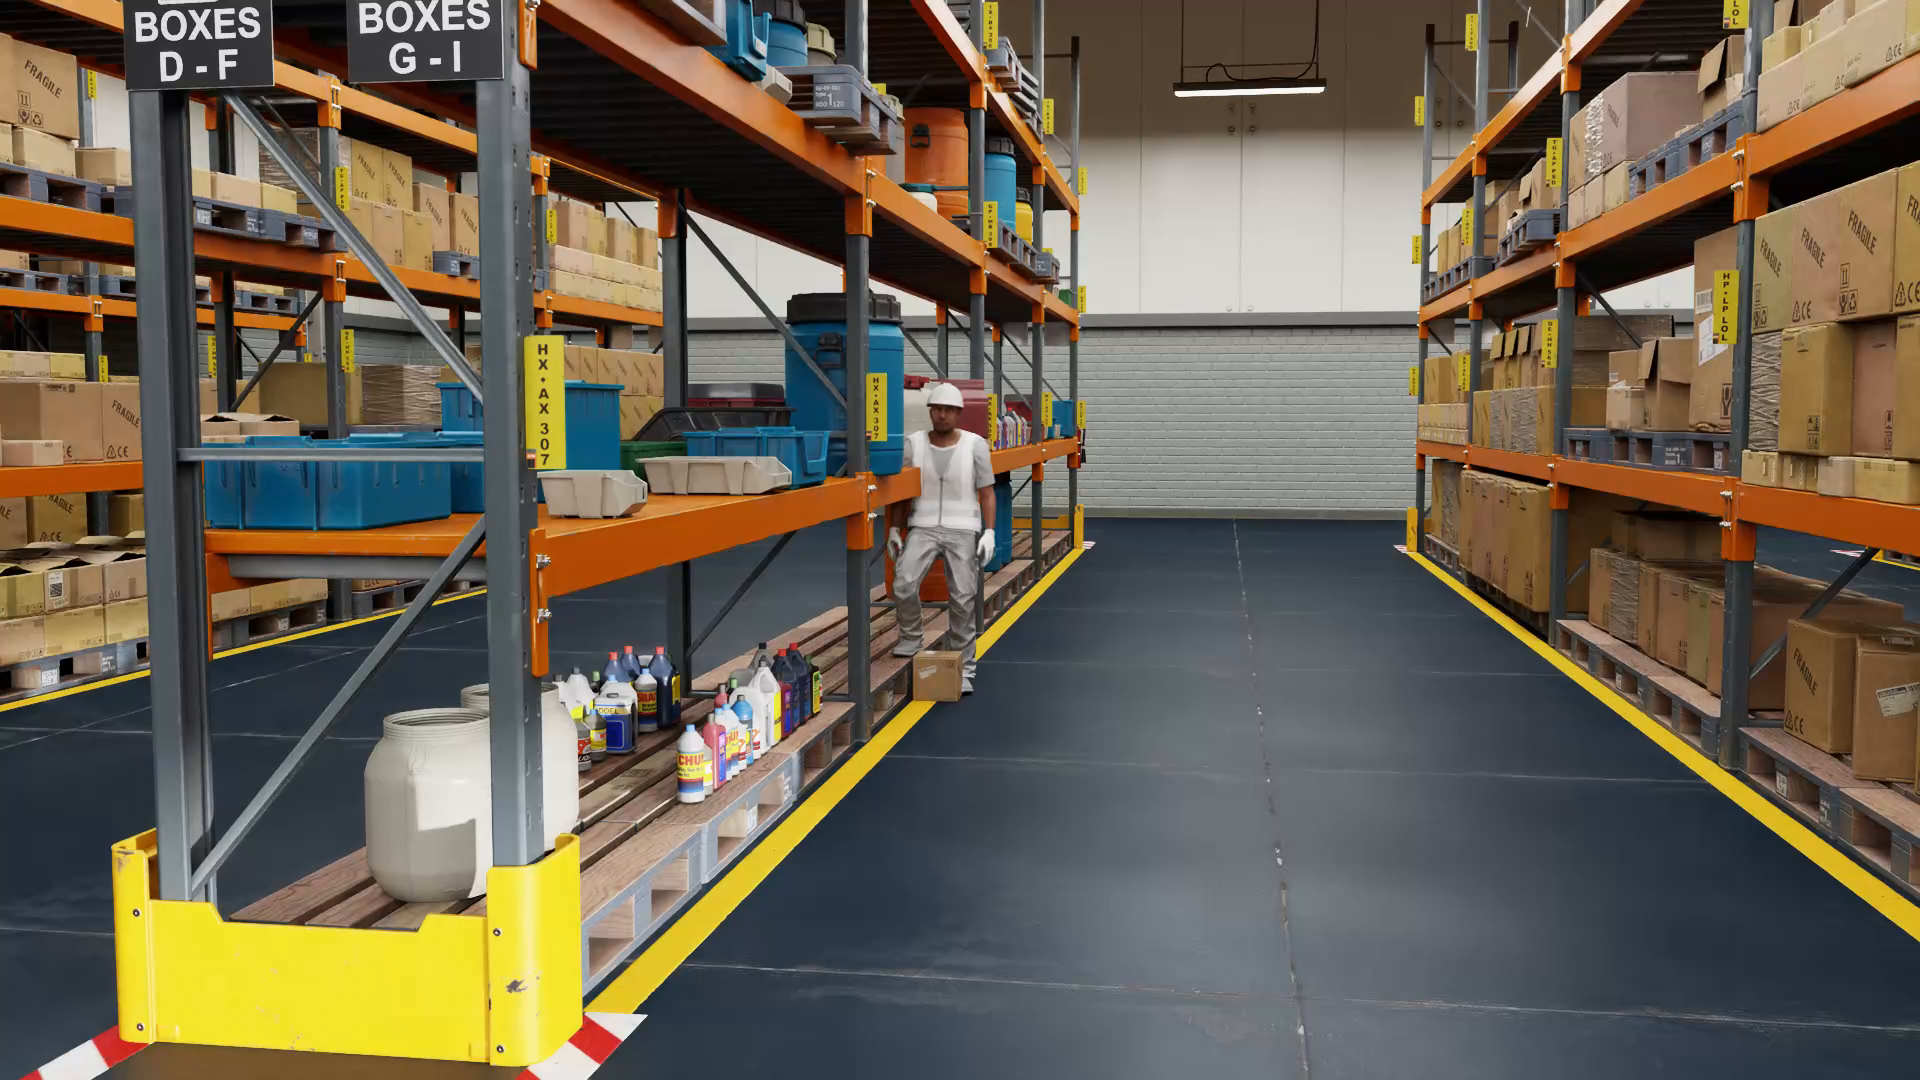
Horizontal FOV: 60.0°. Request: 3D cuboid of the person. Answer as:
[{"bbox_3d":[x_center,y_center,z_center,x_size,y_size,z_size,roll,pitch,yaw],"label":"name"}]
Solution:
[{"bbox_3d":[-0.107,-0.008,9.557,0.629,1.783,0.518,1,4,8],"label":"person"}]
